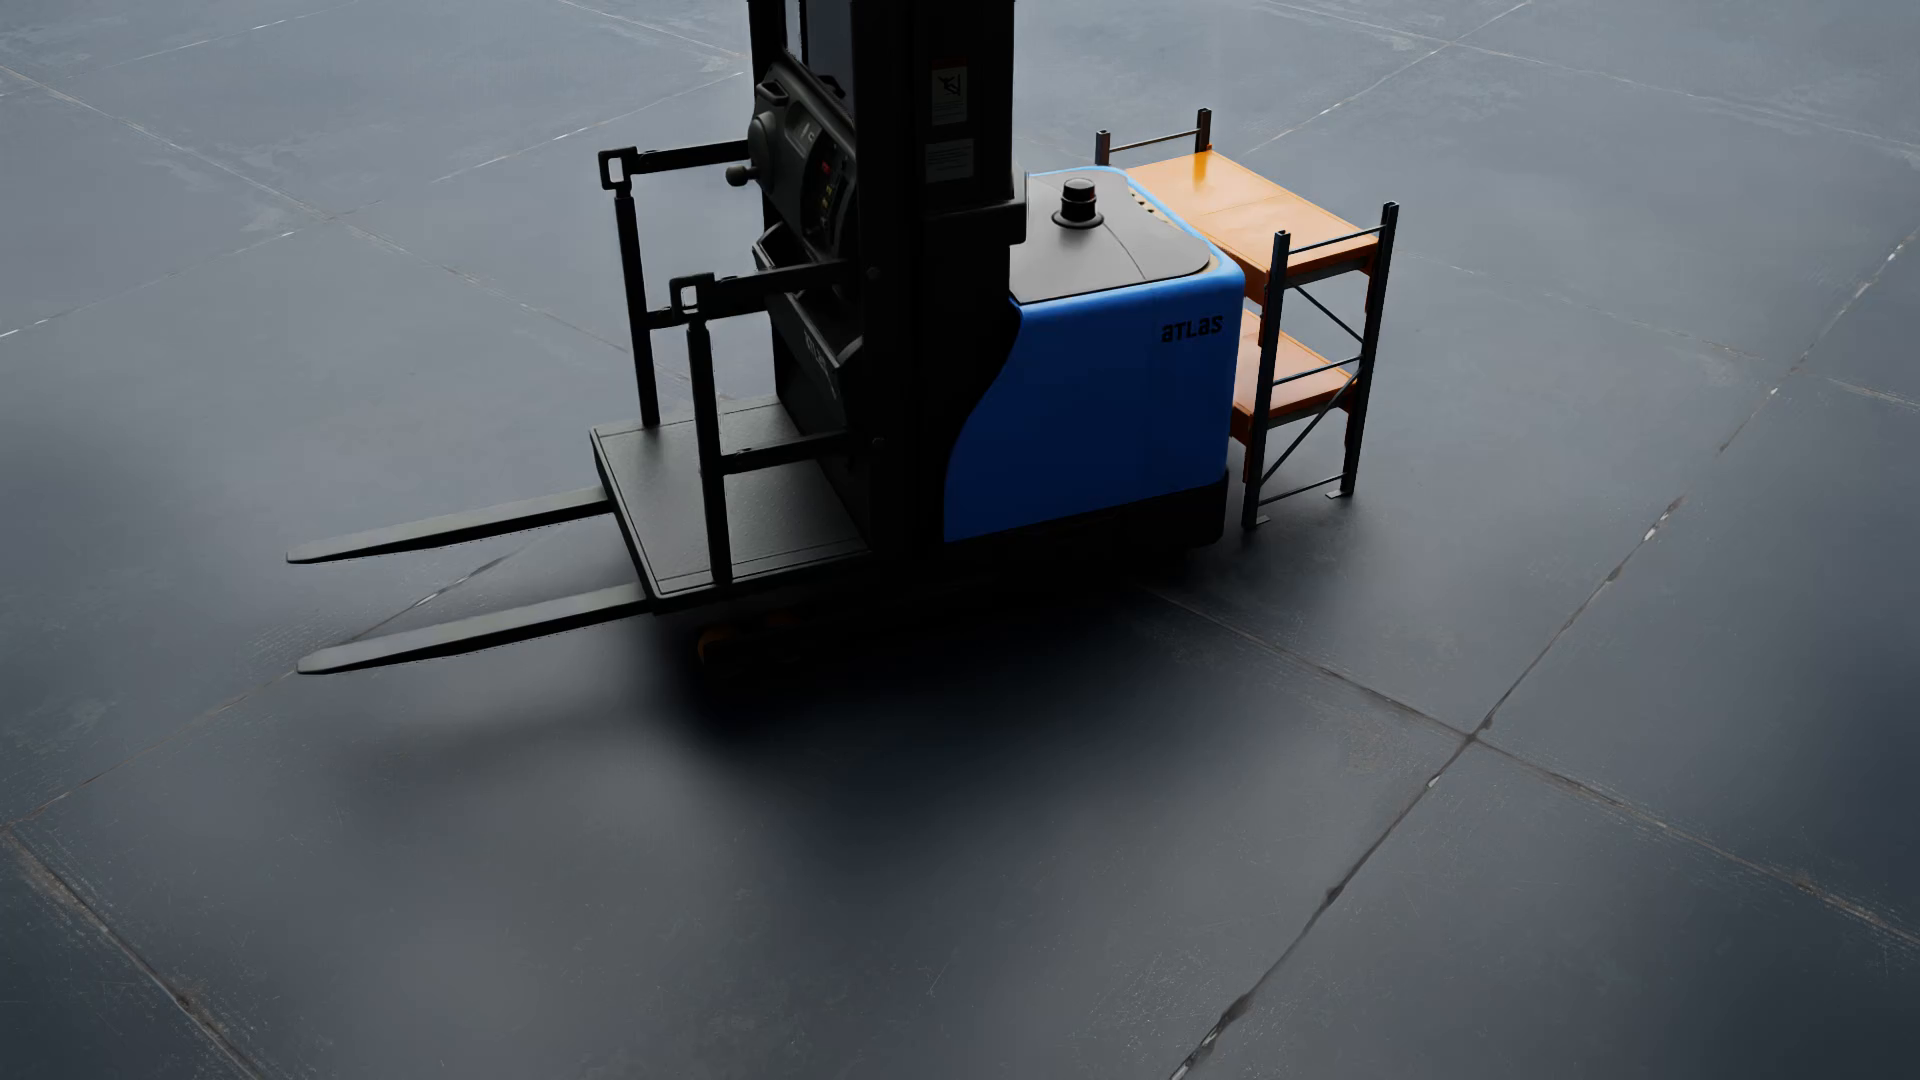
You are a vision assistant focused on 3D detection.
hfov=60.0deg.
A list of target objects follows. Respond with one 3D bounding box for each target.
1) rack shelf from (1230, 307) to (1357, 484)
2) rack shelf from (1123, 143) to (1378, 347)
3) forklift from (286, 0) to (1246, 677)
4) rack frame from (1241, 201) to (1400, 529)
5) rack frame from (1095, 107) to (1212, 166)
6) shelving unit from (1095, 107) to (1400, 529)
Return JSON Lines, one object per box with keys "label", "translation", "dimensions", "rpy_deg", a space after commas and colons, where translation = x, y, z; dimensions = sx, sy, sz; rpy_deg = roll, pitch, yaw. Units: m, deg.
{"label": "rack shelf", "translation": [0.971, -0.628, 6.207], "dimensions": [0.538, 0.278, 1.000], "rpy_deg": [-18, 38, -24]}
{"label": "rack shelf", "translation": [0.971, -1.071, 5.903], "dimensions": [0.538, 0.278, 1.000], "rpy_deg": [-18, 38, -24]}
{"label": "forklift", "translation": [-0.656, -1.117, 4.892], "dimensions": [3.031, 2.935, 1.130], "rpy_deg": [-12, 36, -17]}
{"label": "rack frame", "translation": [1.226, -0.580, 5.706], "dimensions": [0.500, 1.125, 0.032], "rpy_deg": [-18, 38, -24]}
{"label": "rack frame", "translation": [0.717, -1.079, 6.431], "dimensions": [0.500, 1.125, 0.032], "rpy_deg": [-18, 38, -24]}
{"label": "shelving unit", "translation": [0.971, -0.829, 6.069], "dimensions": [0.538, 1.125, 1.048], "rpy_deg": [-18, 38, -24]}
